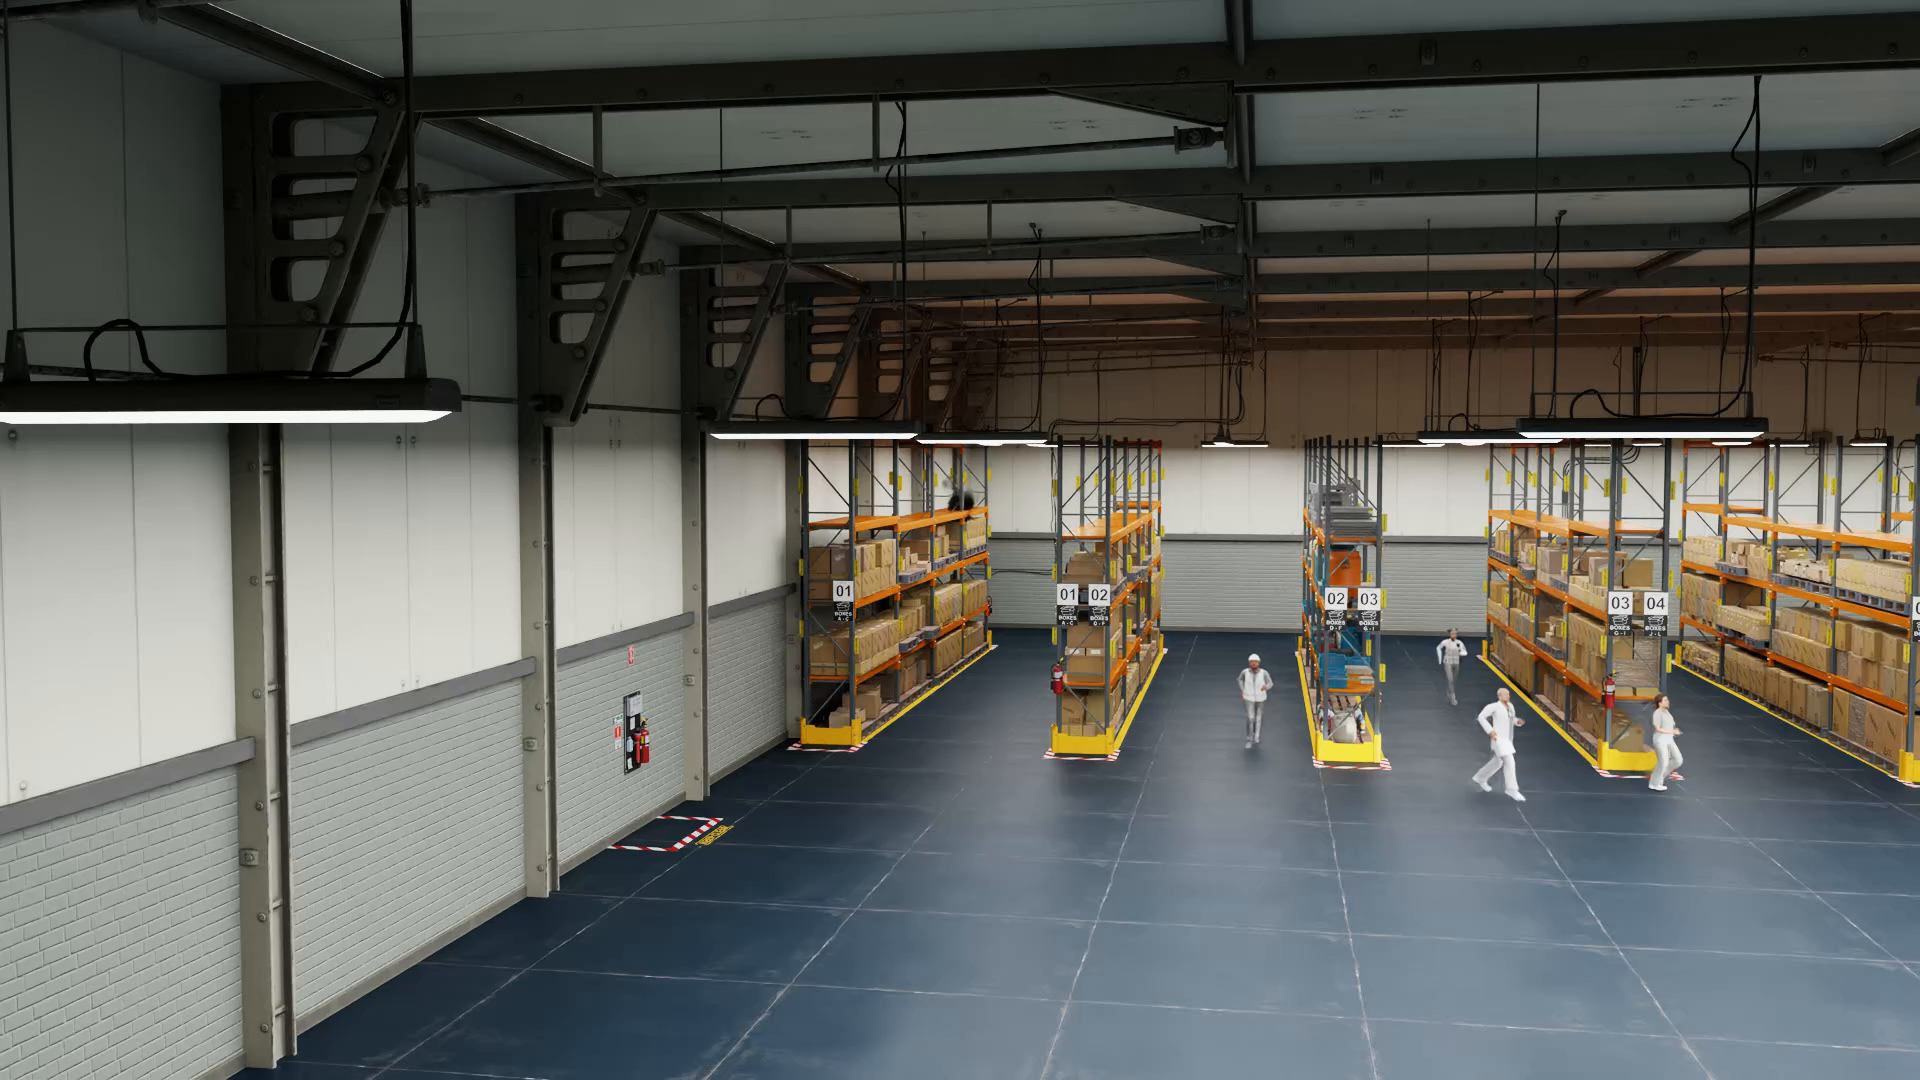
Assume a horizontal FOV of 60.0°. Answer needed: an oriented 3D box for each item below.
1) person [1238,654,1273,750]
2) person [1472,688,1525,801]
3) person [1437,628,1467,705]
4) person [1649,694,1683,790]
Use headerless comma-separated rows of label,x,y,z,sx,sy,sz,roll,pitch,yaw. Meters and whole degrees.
person,5.700,3.103,32.055,0.651,1.828,0.788,0,3,5
person,8.945,3.341,27.497,0.679,1.817,0.974,-3,4,-44
person,11.124,2.818,37.586,0.600,1.699,0.927,0,3,2
person,11.829,3.390,27.864,0.567,1.627,0.565,-2,4,-37
